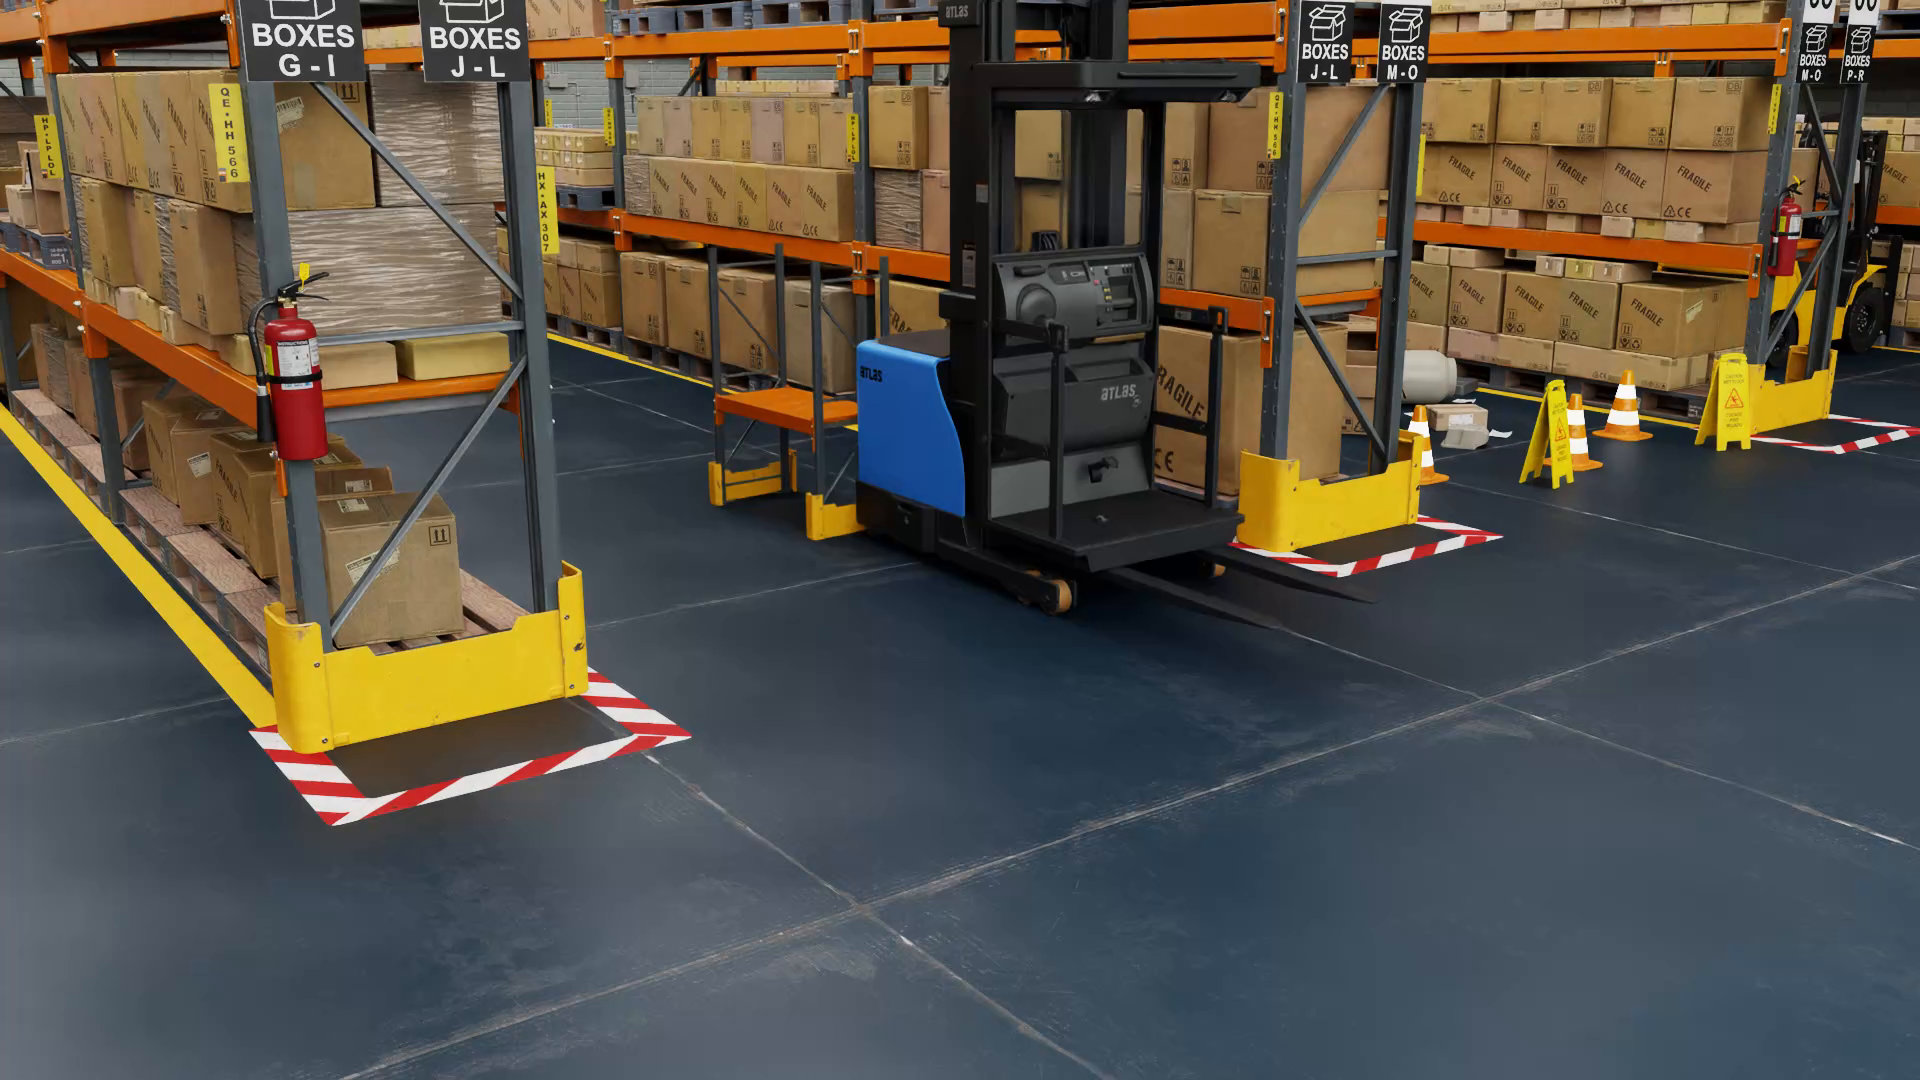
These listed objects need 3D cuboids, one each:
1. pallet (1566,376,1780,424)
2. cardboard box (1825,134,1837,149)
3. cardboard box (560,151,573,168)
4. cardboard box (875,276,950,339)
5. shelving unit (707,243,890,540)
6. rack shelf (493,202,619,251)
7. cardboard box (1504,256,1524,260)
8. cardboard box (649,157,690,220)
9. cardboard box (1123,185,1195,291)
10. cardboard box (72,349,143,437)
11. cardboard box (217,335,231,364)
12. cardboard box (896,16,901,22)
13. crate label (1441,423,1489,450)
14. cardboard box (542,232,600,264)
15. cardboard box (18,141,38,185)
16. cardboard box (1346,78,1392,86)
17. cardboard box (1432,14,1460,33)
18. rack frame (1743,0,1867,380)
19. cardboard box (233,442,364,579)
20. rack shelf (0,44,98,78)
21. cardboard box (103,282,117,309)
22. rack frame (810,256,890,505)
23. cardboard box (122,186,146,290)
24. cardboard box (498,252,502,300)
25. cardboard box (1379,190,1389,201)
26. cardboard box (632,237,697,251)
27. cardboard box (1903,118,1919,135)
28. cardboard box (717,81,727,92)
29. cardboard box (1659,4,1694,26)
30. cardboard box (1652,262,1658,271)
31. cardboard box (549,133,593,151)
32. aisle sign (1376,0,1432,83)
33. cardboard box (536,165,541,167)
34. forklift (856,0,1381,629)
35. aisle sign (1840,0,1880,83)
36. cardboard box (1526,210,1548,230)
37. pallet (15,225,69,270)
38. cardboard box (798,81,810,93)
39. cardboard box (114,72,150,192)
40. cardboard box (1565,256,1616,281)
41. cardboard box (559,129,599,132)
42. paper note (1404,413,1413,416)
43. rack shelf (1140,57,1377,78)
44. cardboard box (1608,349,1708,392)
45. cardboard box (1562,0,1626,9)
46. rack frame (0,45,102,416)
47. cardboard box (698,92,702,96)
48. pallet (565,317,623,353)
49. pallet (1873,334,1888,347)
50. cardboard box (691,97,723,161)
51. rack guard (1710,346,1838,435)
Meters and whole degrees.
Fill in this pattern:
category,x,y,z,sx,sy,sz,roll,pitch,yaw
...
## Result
category,x,y,z,sx,sy,sz,roll,pitch,yaw
pallet,5.494,-1.145,12.860,1.003,0.211,1.213,-11,19,-35
cardboard box,8.517,-3.839,16.003,0.380,0.149,0.250,-11,19,-36
cardboard box,-3.477,-3.530,15.407,0.380,0.149,0.250,-10,18,-32
cardboard box,0.005,-1.392,11.708,0.875,0.875,0.875,-11,19,-34
shelving unit,-0.919,-0.881,9.452,0.587,1.500,1.083,-12,20,-38
rack shelf,-3.836,-3.293,16.790,1.077,0.370,4.000,-11,19,-35
cardboard box,4.502,-2.194,14.403,0.500,0.500,0.500,-10,18,-34
cardboard box,-2.313,-3.016,14.223,0.500,0.500,0.500,-11,19,-35
cardboard box,1.448,-1.764,9.554,0.875,0.550,0.550,-11,19,-35
cardboard box,-5.318,-0.976,10.862,0.700,0.500,0.500,-13,20,-39
cardboard box,-2.832,-0.819,6.862,0.380,0.149,0.250,-11,19,-35
cardboard box,-0.607,-6.070,19.535,0.380,0.166,0.250,-12,20,-38
crate label,3.482,-0.719,11.444,0.298,0.136,0.250,7,17,23
cardboard box,-3.866,-2.894,16.488,0.500,0.250,0.500,-10,18,-33
cardboard box,-6.382,-2.607,11.933,0.500,0.500,0.500,-14,21,-41
cardboard box,3.720,-3.695,14.249,0.700,0.500,0.500,-11,19,-35
cardboard box,4.080,-4.210,13.570,0.380,0.149,0.250,-10,18,-33
rack frame,5.988,-2.295,11.779,1.000,3.000,0.127,-11,19,-35
cardboard box,-3.113,-0.149,7.876,0.500,0.500,0.500,-9,18,-29
rack shelf,-7.907,-3.992,13.660,1.077,0.370,4.000,-11,19,-35
cardboard box,-4.191,-1.293,8.593,0.380,0.149,0.250,-11,19,-35
rack frame,-0.586,-0.776,9.070,0.500,1.500,0.032,-12,20,-38
cardboard box,-3.524,-1.494,8.098,0.875,0.500,0.500,-11,19,-35
cardboard box,-4.792,-2.865,17.803,0.500,0.500,0.500,-10,18,-32
cardboard box,3.670,-3.204,14.346,0.500,0.500,0.500,-11,19,-35
cardboard box,-2.870,-2.757,15.985,0.500,0.250,0.500,-12,19,-37
cardboard box,8.945,-3.817,15.359,0.380,0.149,0.250,-10,18,-33
cardboard box,-3.163,-6.318,23.165,0.380,0.149,0.250,-10,18,-33
cardboard box,5.251,-3.763,11.938,0.380,0.149,0.250,-10,18,-33
cardboard box,7.333,-3.087,18.376,0.875,0.625,0.625,-10,18,-32
cardboard box,-3.619,-3.725,15.558,0.380,0.149,0.250,-10,18,-33
aisle sign,2.328,-2.790,8.665,0.394,0.787,0.004,-11,19,-35
cardboard box,-3.921,-3.548,16.037,0.380,0.149,0.250,-12,19,-37
forklift,0.692,-1.209,7.943,1.130,2.935,3.031,-11,19,-34
aisle sign,6.275,-3.584,11.563,0.394,0.787,0.004,-11,19,-35
cardboard box,4.712,-2.550,13.186,0.380,0.149,0.250,-11,19,-35
pallet,-5.535,-1.956,10.905,1.003,0.211,1.213,-11,19,-35
cardboard box,-1.875,-5.896,21.625,0.380,0.149,0.250,-11,19,-35
cardboard box,-3.429,-1.831,7.437,0.500,0.500,0.500,-11,19,-35
cardboard box,4.891,-2.099,12.825,0.380,0.149,0.250,-10,18,-34
cardboard box,-3.852,-4.102,16.935,0.380,0.149,0.250,-12,19,-37
paper note,3.444,-0.955,12.529,0.148,0.019,0.142,-4,16,-15
rack shelf,4.121,-6.301,22.098,1.077,0.370,4.000,-11,19,-35
cardboard box,5.281,-1.307,12.583,0.500,0.250,0.500,-11,19,-35
cardboard box,4.866,-4.098,12.405,0.500,0.250,0.500,-10,18,-33
rack frame,-6.732,-2.465,12.400,1.000,3.000,0.127,-11,19,-35
cardboard box,-3.368,-6.095,23.581,0.500,0.500,0.500,-11,19,-36
pallet,-3.118,-2.035,16.113,1.003,0.211,1.213,-11,19,-35
pallet,8.804,-2.138,16.489,1.003,0.211,1.213,-11,19,-35
cardboard box,-1.802,-3.429,13.841,0.700,0.500,0.500,-11,19,-35
rack guard,5.944,-1.106,12.168,1.175,0.500,0.348,-11,19,-35
